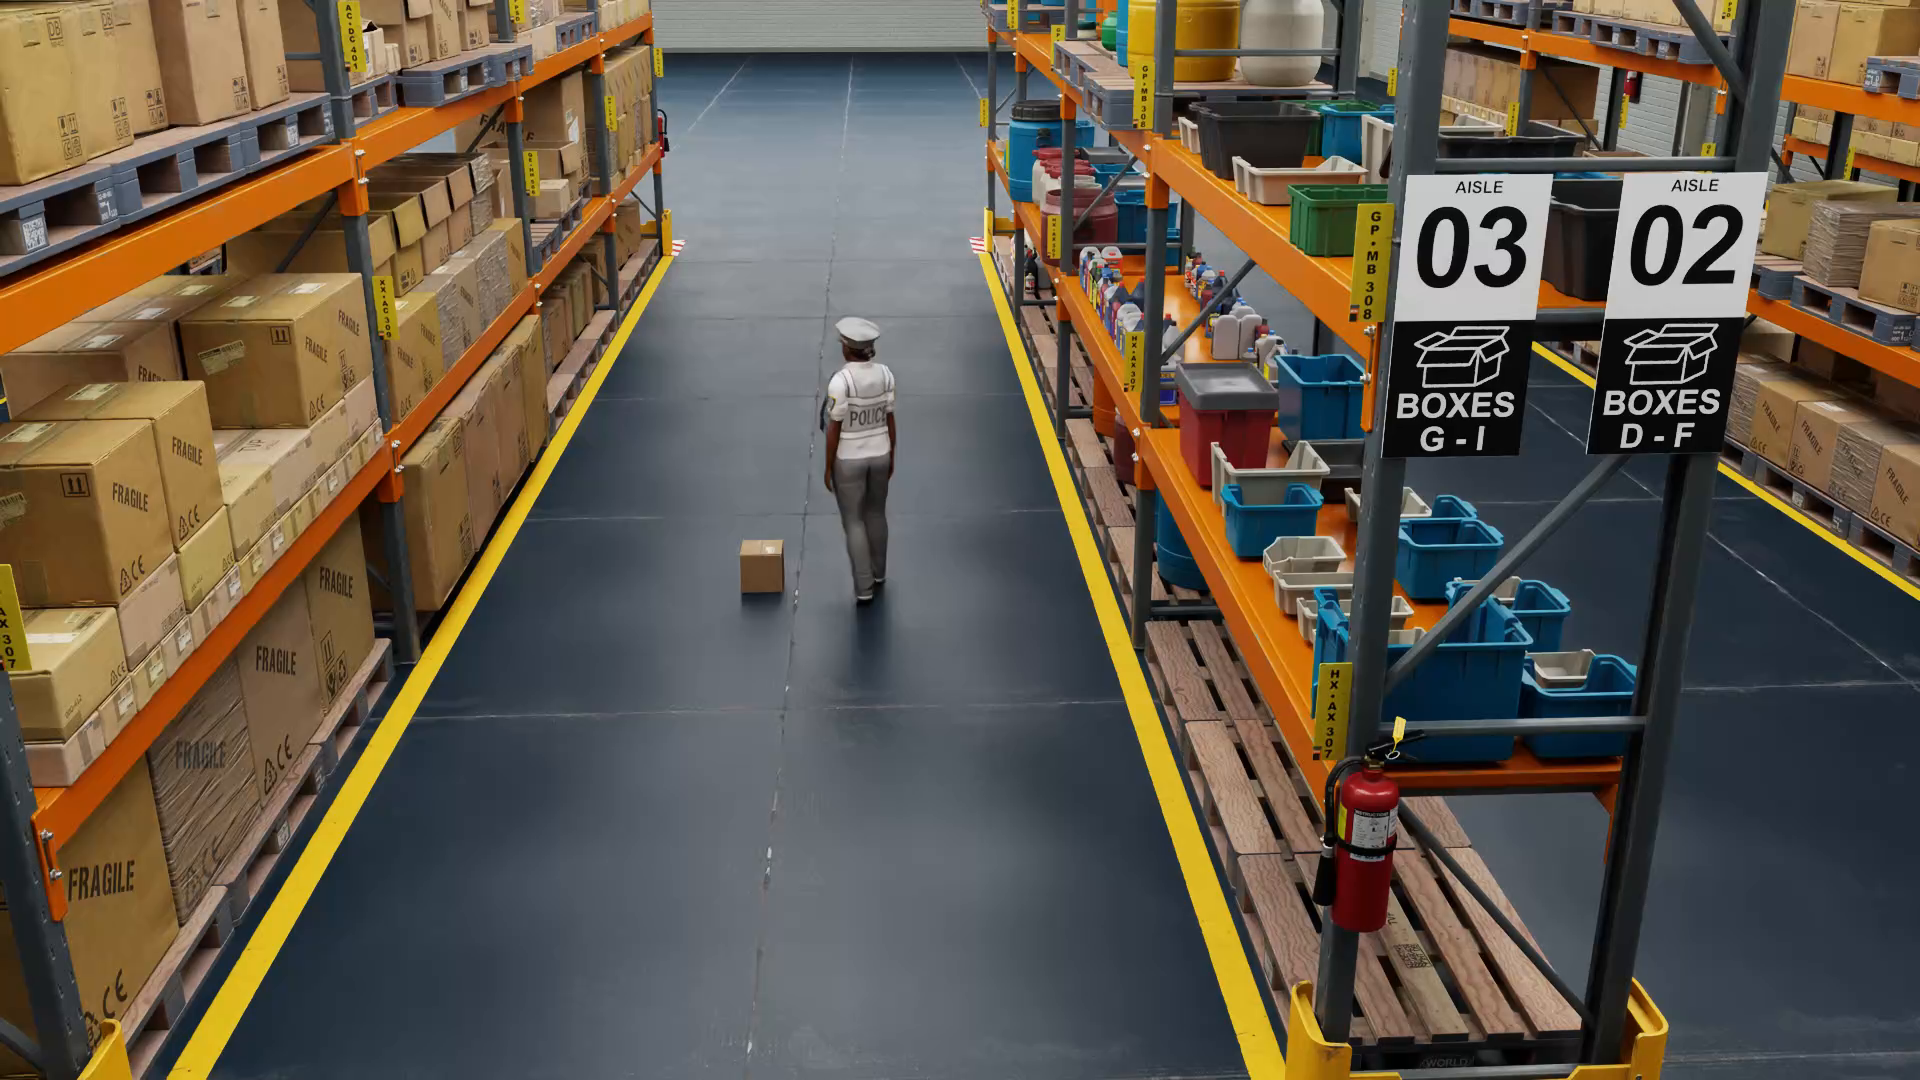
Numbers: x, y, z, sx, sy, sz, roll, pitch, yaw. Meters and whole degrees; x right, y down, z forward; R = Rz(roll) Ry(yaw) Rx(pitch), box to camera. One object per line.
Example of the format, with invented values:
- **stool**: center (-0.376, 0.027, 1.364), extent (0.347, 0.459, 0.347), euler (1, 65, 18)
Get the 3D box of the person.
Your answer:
- **person**: center (-0.631, -0.493, 9.859), extent (0.474, 1.681, 0.499), euler (-15, 25, -35)
